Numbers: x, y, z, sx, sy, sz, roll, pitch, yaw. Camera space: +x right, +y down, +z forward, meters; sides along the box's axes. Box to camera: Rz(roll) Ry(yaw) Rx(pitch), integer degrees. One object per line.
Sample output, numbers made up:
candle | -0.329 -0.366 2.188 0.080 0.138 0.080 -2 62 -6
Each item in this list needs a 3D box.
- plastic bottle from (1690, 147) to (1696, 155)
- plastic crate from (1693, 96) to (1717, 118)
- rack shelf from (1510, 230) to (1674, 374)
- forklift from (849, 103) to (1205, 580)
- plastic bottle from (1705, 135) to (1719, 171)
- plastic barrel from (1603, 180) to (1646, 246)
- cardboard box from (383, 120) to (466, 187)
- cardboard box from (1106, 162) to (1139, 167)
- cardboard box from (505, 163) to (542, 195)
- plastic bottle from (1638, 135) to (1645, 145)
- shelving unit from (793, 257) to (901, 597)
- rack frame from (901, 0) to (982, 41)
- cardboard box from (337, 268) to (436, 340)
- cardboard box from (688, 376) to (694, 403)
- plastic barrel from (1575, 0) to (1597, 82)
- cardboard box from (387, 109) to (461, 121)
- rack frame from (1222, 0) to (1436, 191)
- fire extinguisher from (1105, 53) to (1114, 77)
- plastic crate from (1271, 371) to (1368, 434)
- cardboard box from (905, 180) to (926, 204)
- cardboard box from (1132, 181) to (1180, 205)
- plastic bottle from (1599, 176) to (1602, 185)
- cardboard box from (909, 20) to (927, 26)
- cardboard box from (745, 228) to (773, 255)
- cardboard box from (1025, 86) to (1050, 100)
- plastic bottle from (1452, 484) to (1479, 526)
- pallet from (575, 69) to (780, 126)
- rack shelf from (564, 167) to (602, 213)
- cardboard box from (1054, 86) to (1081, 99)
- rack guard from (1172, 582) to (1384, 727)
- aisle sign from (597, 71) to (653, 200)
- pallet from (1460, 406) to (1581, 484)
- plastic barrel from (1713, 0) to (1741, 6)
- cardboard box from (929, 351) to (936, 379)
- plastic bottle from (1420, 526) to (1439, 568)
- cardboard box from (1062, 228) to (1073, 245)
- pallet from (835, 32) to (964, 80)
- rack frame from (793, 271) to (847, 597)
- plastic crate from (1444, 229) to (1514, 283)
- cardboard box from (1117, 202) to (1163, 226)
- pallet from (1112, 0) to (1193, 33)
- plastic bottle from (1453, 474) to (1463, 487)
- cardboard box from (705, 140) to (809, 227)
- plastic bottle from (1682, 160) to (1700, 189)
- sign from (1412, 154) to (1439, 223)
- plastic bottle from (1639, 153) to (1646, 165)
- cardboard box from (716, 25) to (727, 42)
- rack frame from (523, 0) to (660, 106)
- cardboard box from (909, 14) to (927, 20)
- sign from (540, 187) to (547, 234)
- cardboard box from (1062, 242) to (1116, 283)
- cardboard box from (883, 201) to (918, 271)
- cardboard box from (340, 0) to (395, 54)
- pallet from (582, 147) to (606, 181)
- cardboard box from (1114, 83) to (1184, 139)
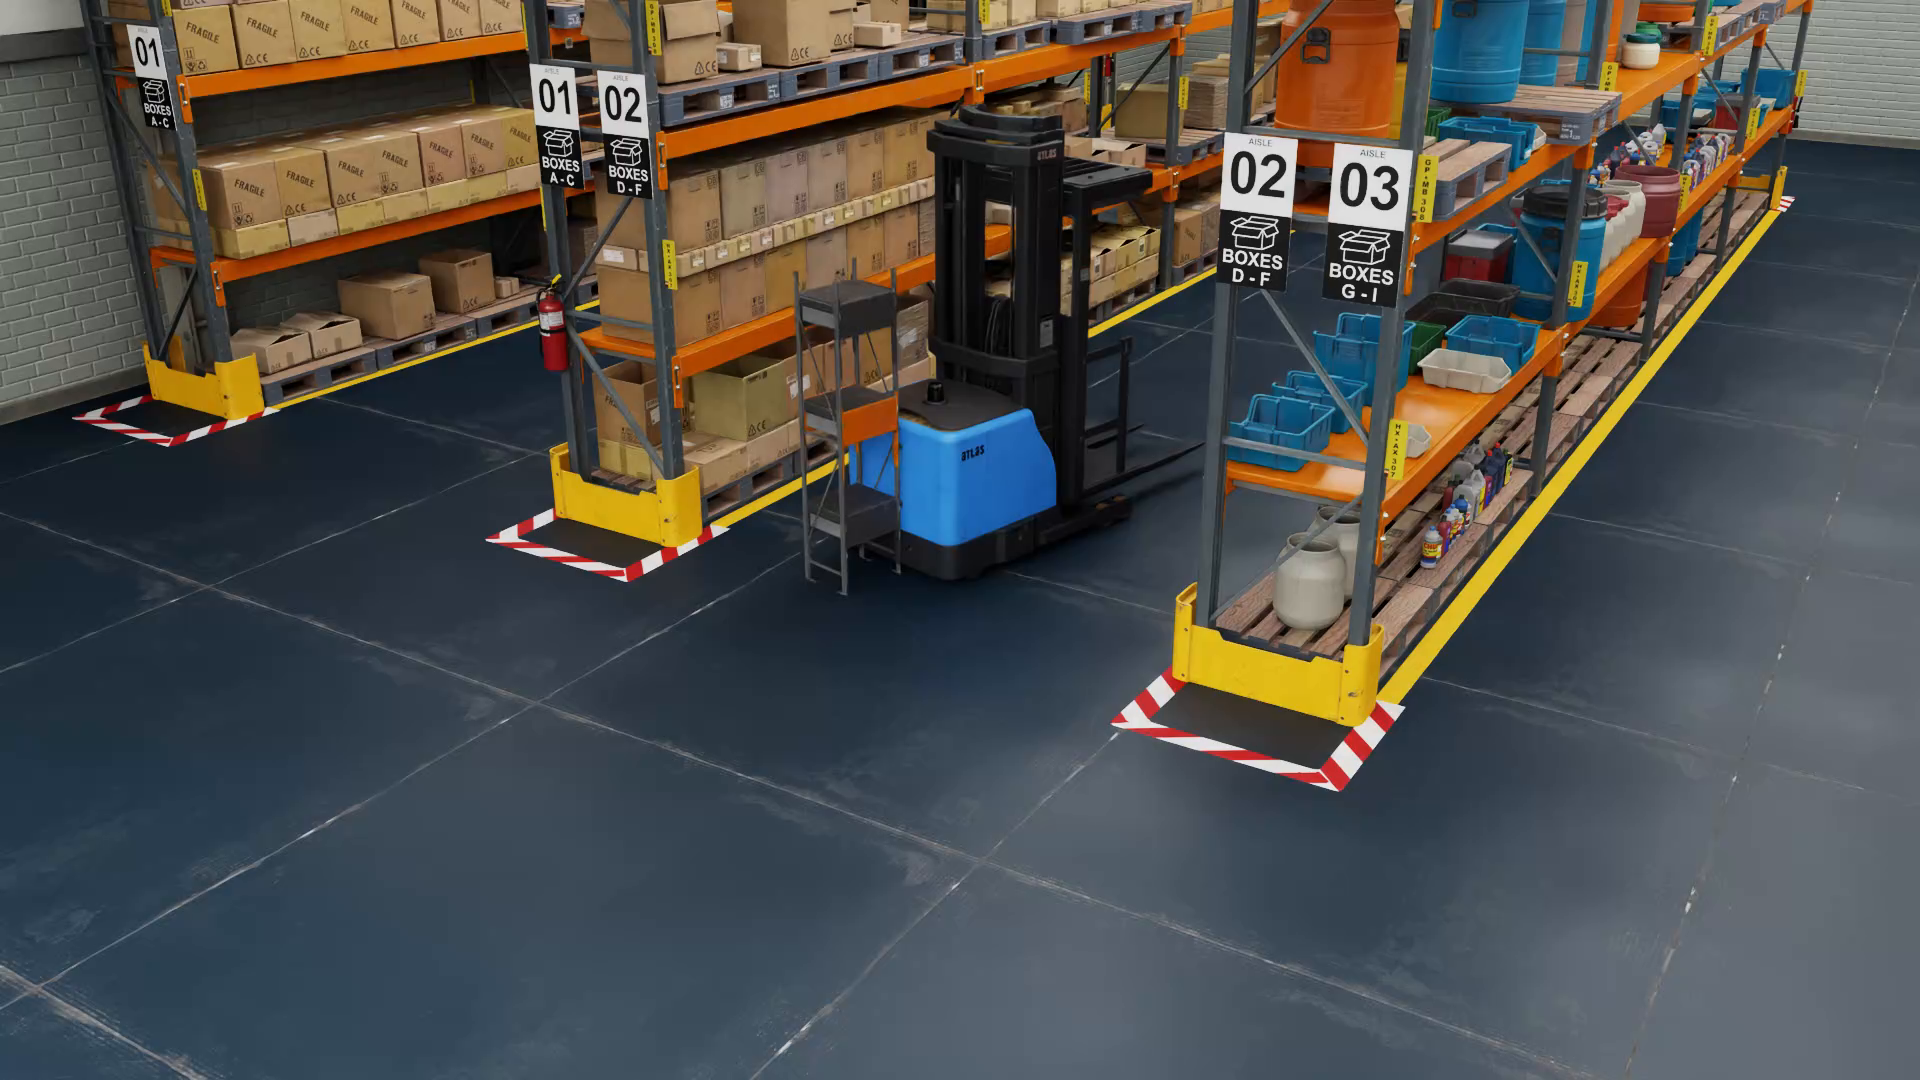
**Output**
plastic bottle | 7.573 -3.935 17.225 0.097 0.271 0.097 0 23 0
plastic crate | 8.999 -5.254 20.247 0.416 0.233 0.300 14 27 29
rack shelf | 4.987 -2.158 13.866 1.077 0.370 4.000 14 27 29
forklift | 0.618 -1.571 11.689 1.130 2.935 3.031 21 31 40
plastic bottle | 7.848 -4.050 17.391 0.144 0.351 0.185 14 27 29
plastic barrel | 5.681 -2.823 14.354 0.421 0.512 0.421 0 23 0
cardboard box | -5.004 -3.612 15.538 0.500 0.500 0.500 13 27 27
cardboard box | 1.596 -3.726 16.898 0.380 0.149 0.250 14 27 29
cardboard box | -4.477 -3.607 16.469 0.500 0.250 0.500 14 27 29
plastic bottle | 7.307 -4.221 17.887 0.097 0.271 0.097 0 23 0
shelving unit | -0.716 -0.718 10.766 0.431 2.100 0.503 21 31 40
rack frame | -0.274 -5.606 13.372 1.000 3.000 0.127 14 27 29
cardboard box | -5.423 -2.239 15.738 0.700 0.500 0.500 12 26 26
cardboard box | -1.839 -1.362 13.108 0.500 0.500 0.500 14 27 29
plastic barrel | 4.706 -4.079 12.989 0.600 0.901 0.708 14 27 29
cardboard box | -5.186 -3.885 16.169 0.500 0.500 0.500 14 27 29
rack frame | 1.822 -3.217 7.853 1.000 3.000 0.127 14 27 29
fire extinguisher | 2.317 -7.687 26.299 0.296 0.674 0.183 14 27 29
plastic crate | 2.180 -0.845 10.113 0.499 0.251 0.408 14 27 29
cardboard box | -0.503 -2.888 13.703 0.380 0.149 0.250 13 27 27
cardboard box | 2.156 -3.986 18.832 0.500 0.250 0.500 15 28 31
plastic bottle | 6.245 -3.510 16.332 0.097 0.201 0.097 0 23 0
cardboard box | -0.571 -6.744 22.082 0.500 0.250 0.500 15 27 30
cardboard box | -1.589 -2.192 12.095 0.380 0.149 0.250 13 27 28
cardboard box | 1.191 -6.939 25.804 0.380 0.149 0.250 14 27 29
plastic bottle | 3.477 -0.260 11.449 0.152 0.276 0.135 14 27 30
pallet | -1.989 -3.072 11.406 1.003 0.211 1.213 14 27 29
rack shelf | -3.429 -4.235 18.661 1.077 0.370 4.000 14 27 29
cardboard box | 1.648 -6.944 25.817 0.380 0.149 0.250 14 27 28
rack guard | 1.822 0.648 9.623 1.175 0.500 0.348 14 27 29
aisle sign | -2.158 -2.609 10.730 0.394 0.787 0.004 14 27 29
pallet | 4.314 -0.807 13.348 1.003 0.211 1.213 14 27 29
plastic barrel | 7.382 -5.705 16.217 0.600 0.901 0.708 14 27 29
cardboard box | -0.333 -1.581 14.560 0.500 0.250 0.500 14 27 29
plastic bottle | 3.043 0.040 10.762 0.097 0.271 0.097 0 23 0
cardboard box | 1.040 -3.097 17.354 0.500 0.311 0.500 13 27 28
pallet | -0.702 -3.895 13.308 1.003 0.211 1.213 14 27 29
rack frame | -0.886 -0.649 10.606 0.400 2.100 0.015 21 31 40
plastic crate | 3.928 -2.070 12.676 0.402 0.464 0.583 14 27 29
cardboard box | 2.130 -3.622 18.935 0.500 0.500 0.500 15 28 31
pallet | 1.554 -5.245 16.552 1.213 0.211 1.003 15 28 31
plastic bottle | 3.465 -0.330 11.602 0.061 0.283 0.133 14 27 29
cardboard box | -1.561 -2.666 12.373 0.700 0.500 0.500 14 27 29
plastic bottle | 7.277 -3.653 16.569 0.152 0.276 0.135 14 27 29
sign | 2.287 -1.727 8.177 0.100 0.325 0.005 14 27 29
plastic bottle | 7.089 -3.935 17.315 0.097 0.201 0.097 0 23 0
cardboard box | -2.001 -3.511 11.794 0.500 0.250 0.500 14 27 29
rack frame | -2.384 -4.256 10.254 1.000 3.000 0.127 14 27 29
cardboard box | -0.728 -7.025 22.732 0.500 0.250 0.500 15 27 31
sign | -2.838 -2.261 11.442 0.100 0.325 0.005 14 27 29
cardboard box | 1.232 -2.816 16.706 0.500 0.311 0.500 14 27 29
cardboard box | -0.775 -2.568 13.781 0.700 0.500 0.500 14 27 28
cardboard box | -5.357 -4.567 14.597 0.500 0.500 0.500 16 28 32
pallet | -3.958 -4.029 17.523 1.003 0.211 1.213 14 27 29
cardboard box | 2.072 -4.678 18.125 0.700 0.500 0.500 5 24 11
